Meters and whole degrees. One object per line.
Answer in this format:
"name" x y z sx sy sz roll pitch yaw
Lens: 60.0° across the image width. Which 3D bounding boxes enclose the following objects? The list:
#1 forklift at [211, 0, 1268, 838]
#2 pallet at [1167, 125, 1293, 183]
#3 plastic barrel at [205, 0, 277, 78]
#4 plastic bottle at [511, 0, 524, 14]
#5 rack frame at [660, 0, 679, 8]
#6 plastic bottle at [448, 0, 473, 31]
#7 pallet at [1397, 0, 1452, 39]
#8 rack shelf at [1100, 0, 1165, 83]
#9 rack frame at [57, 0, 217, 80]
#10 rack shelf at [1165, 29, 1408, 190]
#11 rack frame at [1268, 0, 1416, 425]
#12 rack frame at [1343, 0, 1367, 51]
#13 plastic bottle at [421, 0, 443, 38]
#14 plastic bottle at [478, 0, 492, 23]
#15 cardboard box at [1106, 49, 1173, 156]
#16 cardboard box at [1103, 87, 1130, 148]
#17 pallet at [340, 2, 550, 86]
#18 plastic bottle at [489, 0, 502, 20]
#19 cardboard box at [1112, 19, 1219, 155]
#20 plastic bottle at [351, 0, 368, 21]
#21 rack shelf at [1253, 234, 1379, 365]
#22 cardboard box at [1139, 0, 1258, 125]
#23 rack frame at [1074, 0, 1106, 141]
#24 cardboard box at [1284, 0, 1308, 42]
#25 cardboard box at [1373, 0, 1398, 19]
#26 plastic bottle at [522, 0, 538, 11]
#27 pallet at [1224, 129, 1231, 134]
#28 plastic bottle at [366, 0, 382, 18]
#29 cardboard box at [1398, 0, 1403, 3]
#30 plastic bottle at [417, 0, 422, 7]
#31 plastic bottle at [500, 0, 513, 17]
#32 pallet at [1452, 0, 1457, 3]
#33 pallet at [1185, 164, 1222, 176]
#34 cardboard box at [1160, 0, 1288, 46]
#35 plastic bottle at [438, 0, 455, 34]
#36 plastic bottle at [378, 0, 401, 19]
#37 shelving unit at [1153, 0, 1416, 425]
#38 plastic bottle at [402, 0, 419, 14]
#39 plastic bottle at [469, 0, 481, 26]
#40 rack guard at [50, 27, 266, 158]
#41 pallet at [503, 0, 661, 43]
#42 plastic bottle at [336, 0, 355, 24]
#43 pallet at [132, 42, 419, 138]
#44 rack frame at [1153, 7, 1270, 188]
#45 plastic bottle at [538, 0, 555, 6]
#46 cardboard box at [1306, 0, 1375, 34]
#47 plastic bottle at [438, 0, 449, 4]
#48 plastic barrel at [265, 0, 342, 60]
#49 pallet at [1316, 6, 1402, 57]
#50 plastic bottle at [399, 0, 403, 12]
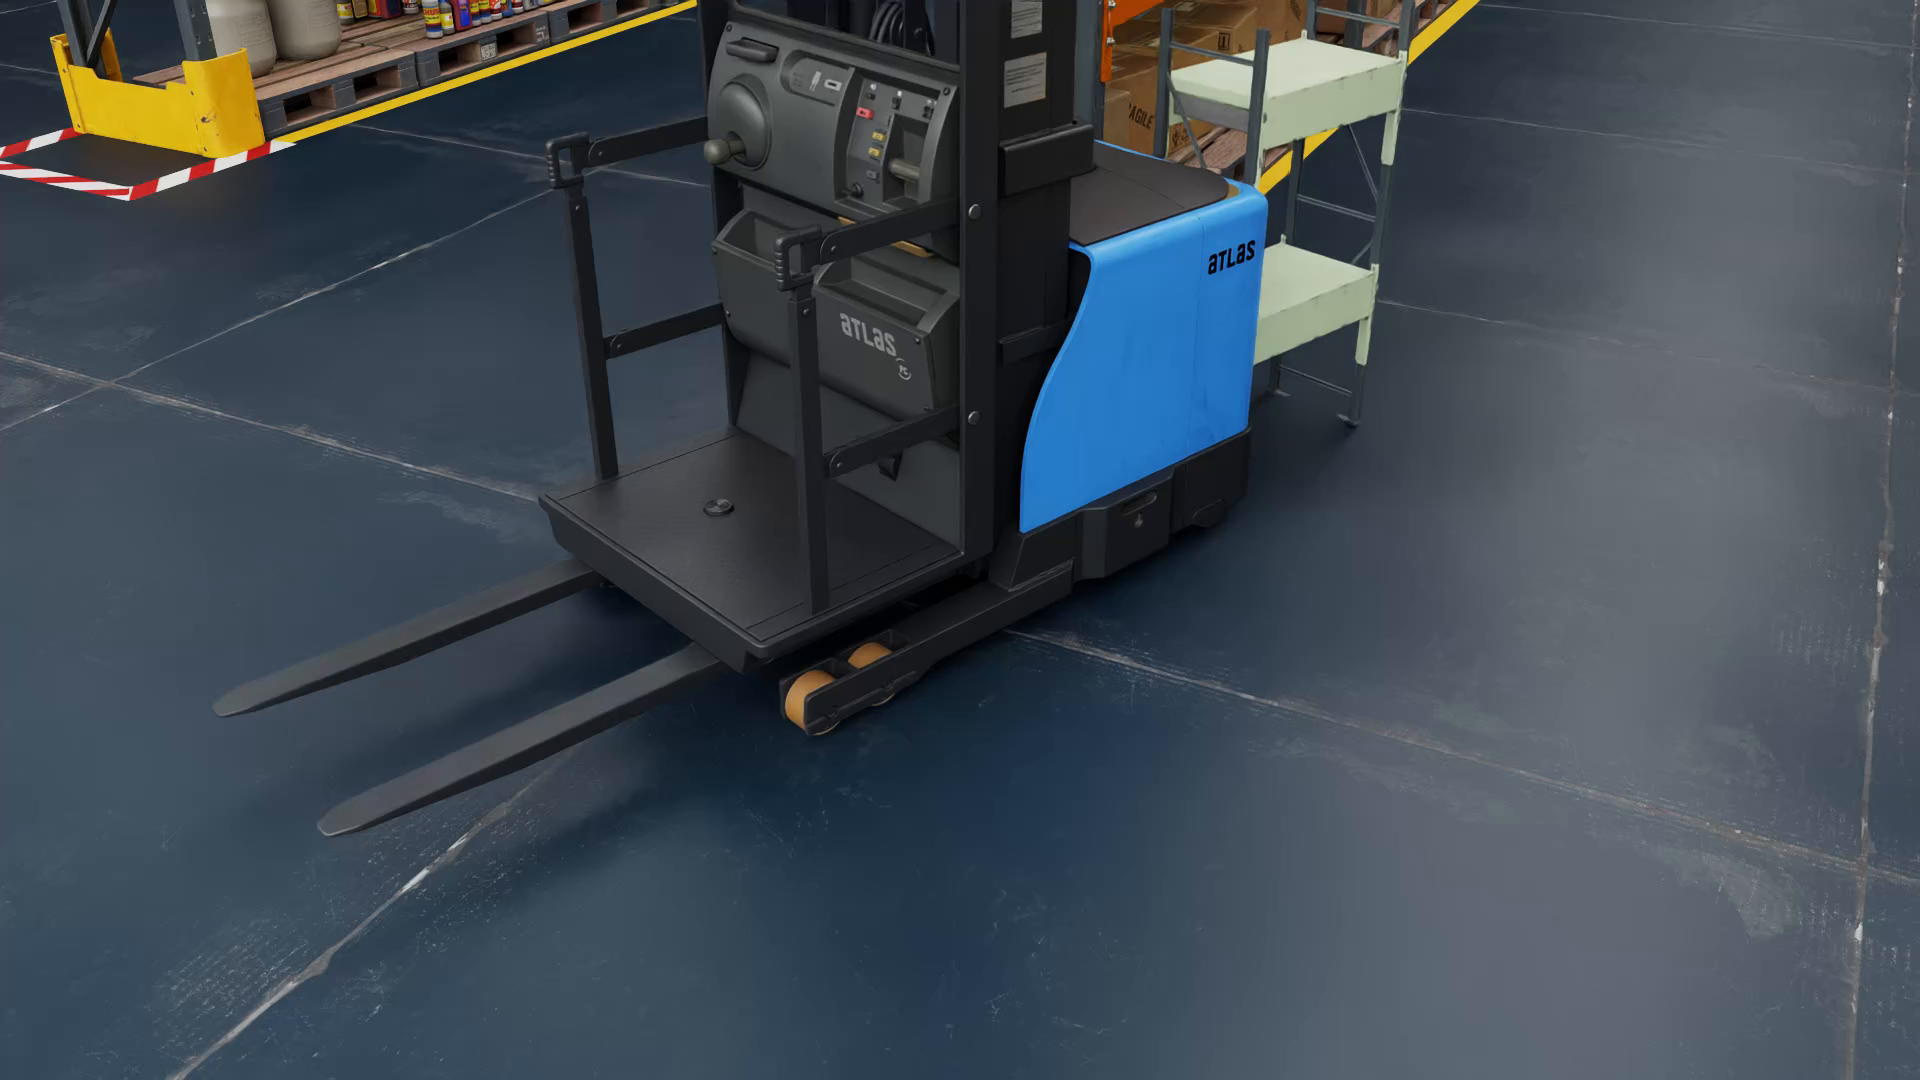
"forklift" -0.501 -1.054 4.143 3.031 2.935 1.130 -24 38 -36
"pallet" 1.086 -2.054 8.614 1.003 0.211 1.213 14 33 23
"plastic barrel" -4.085 -2.874 9.319 0.421 0.512 0.421 0 30 0
"plastic bottle" -2.873 -3.503 10.707 0.097 0.201 0.097 0 30 0
"rack frame" -2.494 -5.235 11.354 1.000 3.000 0.127 14 33 23
"plastic bottle" -3.094 -3.304 10.277 0.061 0.283 0.133 15 33 24
"pallet" 2.823 -3.791 11.639 1.003 0.211 1.213 14 33 23
"rack shelf" 1.004 -2.913 8.033 1.077 0.370 4.000 14 33 23
"rack frame" -4.317 -3.462 8.266 1.000 3.000 0.127 14 33 23
"rack shelf" 1.025 -1.355 5.318 0.720 0.370 0.431 -24 38 -36
"rack frame" 1.295 -1.139 5.726 0.023 1.500 0.400 -24 38 -36
"rack frame" 1.915 -4.111 9.397 1.000 3.000 0.127 14 33 23
"plastic bottle" -3.213 -3.202 10.113 0.097 0.271 0.097 0 30 0
"plastic bottle" -3.011 -3.399 10.454 0.097 0.271 0.097 0 30 0
"cardboard box" 0.634 -1.982 7.778 0.500 0.500 0.500 24 38 36
"cardboard box" 0.392 -1.709 7.303 0.500 0.500 0.500 21 36 32
"pallet" -3.392 -3.195 10.601 1.003 0.211 1.213 14 33 23
"plastic bottle" -2.966 -3.412 10.548 0.097 0.201 0.097 0 30 0
"cardboard box" 0.936 -2.255 8.254 0.500 0.500 0.500 18 34 28
"plastic bottle" -3.833 -3.444 10.521 0.061 0.283 0.133 15 33 24
"rack shelf" 1.024 -0.733 5.675 0.720 0.370 0.431 -24 38 -36
"cardboard box" 1.230 -2.493 8.667 0.500 0.500 0.500 11 32 19
"rack frame" 0.093 -2.338 6.310 1.000 3.000 0.127 14 33 23
"cardboard box" 1.697 -3.041 9.622 0.500 0.500 0.500 13 32 22
"cardboard box" 2.448 -3.693 10.737 0.700 0.500 0.500 14 33 23
"plastic bottle" -2.843 -3.594 10.790 0.152 0.276 0.135 15 33 24
"pallet" 1.640 -2.596 9.559 1.003 0.211 1.213 14 33 23
"plastic bottle" -3.731 -3.491 10.610 0.152 0.276 0.135 15 33 24
"cardboard box" 2.702 -3.941 11.169 0.700 0.500 0.500 11 32 19
"plastic bottle" -3.596 -3.659 10.828 0.144 0.351 0.185 16 33 25
"plastic bottle" -2.919 -3.489 10.611 0.097 0.271 0.097 0 30 0
"pallet" 3.380 -4.329 12.577 1.003 0.211 1.213 14 33 23
"pallet" 0.529 -1.515 7.676 1.003 0.211 1.213 14 33 23
"cardboard box" 1.443 -2.786 9.177 0.500 0.500 0.500 -26 39 -37
"plastic bottle" -3.166 -3.218 10.210 0.097 0.201 0.097 0 30 0
"plastic bottle" -3.636 -3.470 10.566 0.061 0.283 0.133 14 33 23
"shelving unit" 1.025 -1.016 5.512 0.755 1.500 0.431 -24 38 -36
"plastic bottle" -3.548 -3.500 10.700 0.097 0.201 0.097 0 30 0
"plastic bottle" -3.057 -3.354 10.377 0.097 0.271 0.097 0 30 0
"rack guard" -4.324 -2.422 8.966 1.175 0.500 0.348 14 33 23
"pallet" -2.837 -3.738 11.547 1.003 0.211 1.213 14 33 23
"plastic bottle" -3.870 -3.353 10.444 0.097 0.201 0.097 0 30 0
"pallet" -3.949 -2.656 9.663 1.003 0.211 1.213 14 33 23
"rack frame" 0.754 -0.894 5.298 0.023 1.500 0.400 -24 38 -36
"plastic bottle" -2.766 -3.698 10.896 0.144 0.351 0.185 14 33 23
"cardboard box" 2.214 -3.486 10.376 0.700 0.500 0.500 12 32 20
"plastic bottle" -3.368 -3.686 10.951 0.152 0.276 0.135 14 33 23
"plastic barrel" -3.856 -3.096 9.706 0.421 0.512 0.421 0 30 0
"pallet" 2.268 -3.248 10.693 1.003 0.211 1.213 14 33 23
"plastic bottle" -3.668 -3.552 10.717 0.152 0.276 0.135 13 32 22
